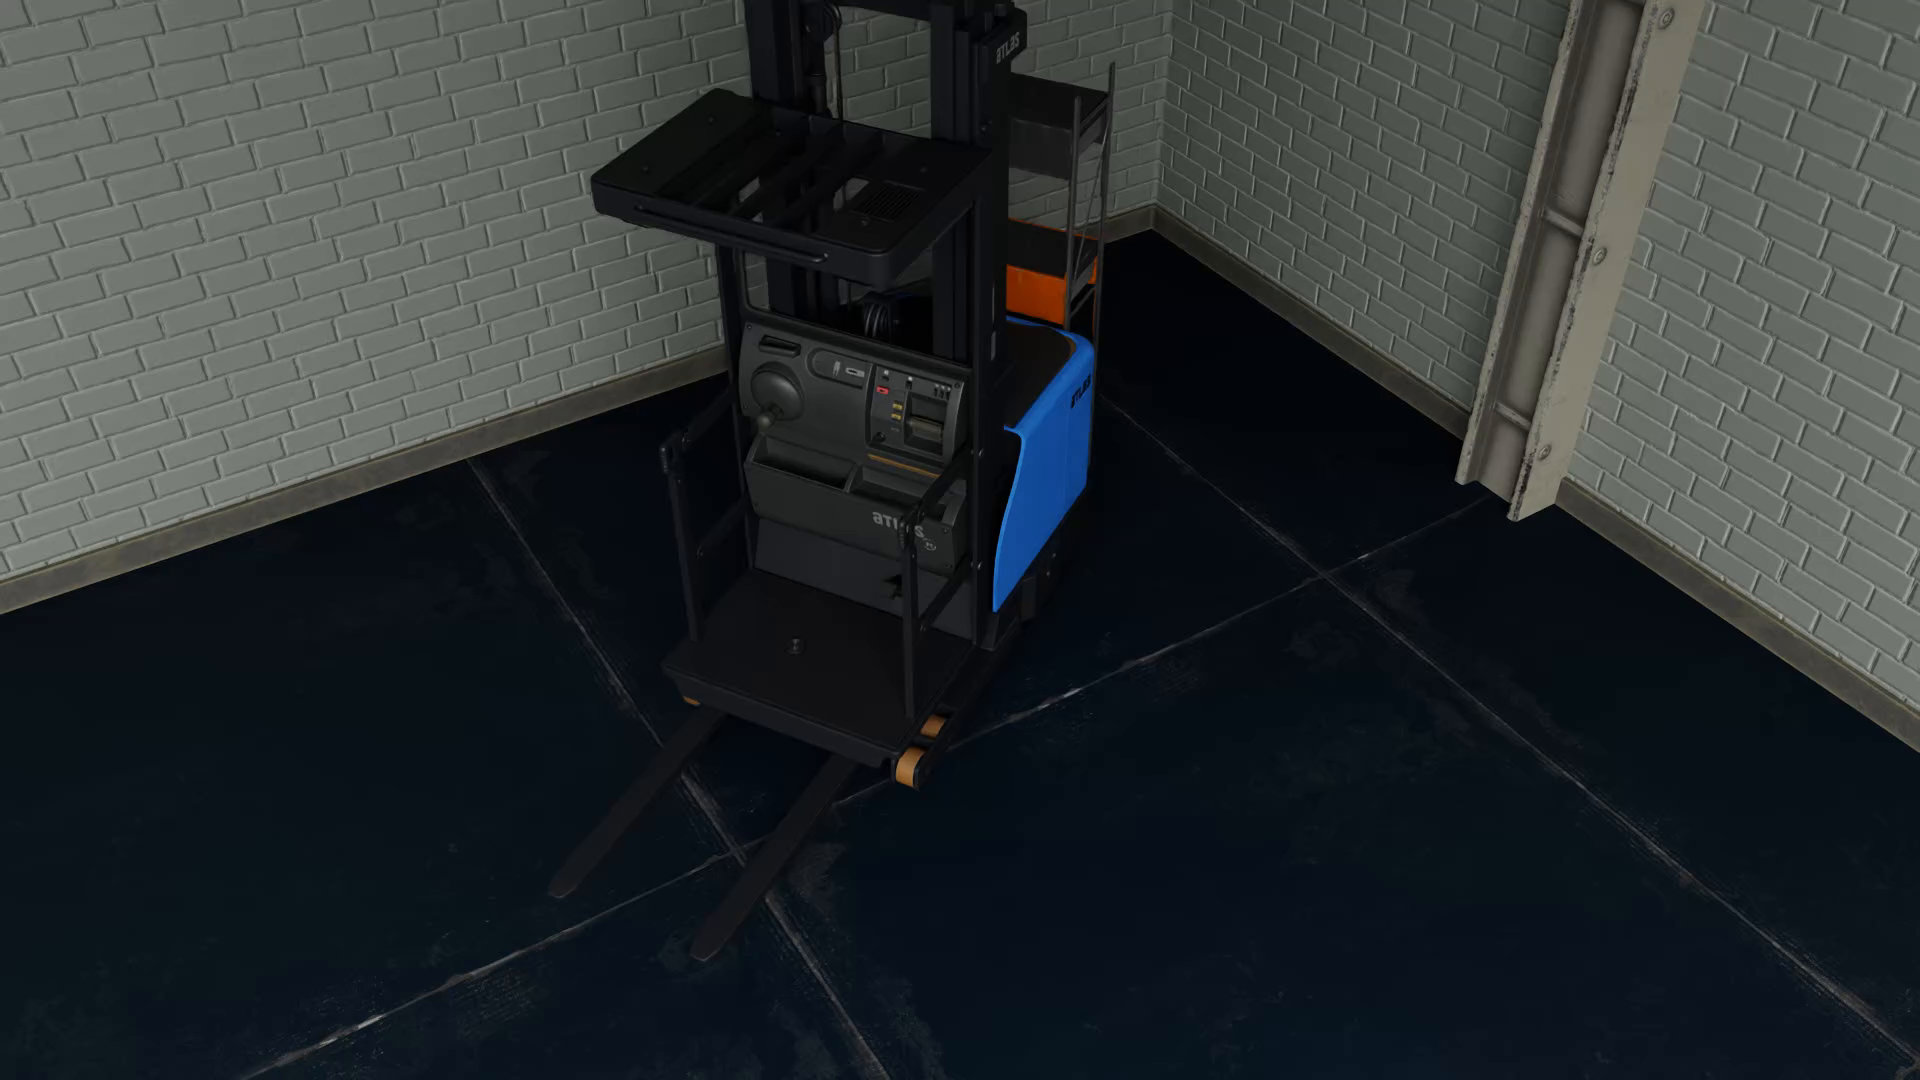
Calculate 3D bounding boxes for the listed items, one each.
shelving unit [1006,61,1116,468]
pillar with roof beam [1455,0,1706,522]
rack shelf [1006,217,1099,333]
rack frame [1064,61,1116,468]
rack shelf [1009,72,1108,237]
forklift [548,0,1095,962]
[{"bbox_3d":[0.334,-1.139,7.537,0.503,2.100,0.431,18,43,20],"label":"shelving unit"},{"bbox_3d":[-0.968,-2.220,3.445,9.100,9.000,0.400,-22,45,-24],"label":"pillar with roof beam"},{"bbox_3d":[0.334,-1.129,7.546,0.480,0.518,0.431,18,43,20],"label":"rack shelf"},{"bbox_3d":[0.553,-1.070,7.454,0.015,2.100,0.400,18,43,20],"label":"rack frame"},{"bbox_3d":[0.334,-1.667,7.098,0.480,0.518,0.431,18,43,20],"label":"rack shelf"},{"bbox_3d":[-0.508,-0.468,6.082,1.130,2.935,3.031,18,43,20],"label":"forklift"}]
